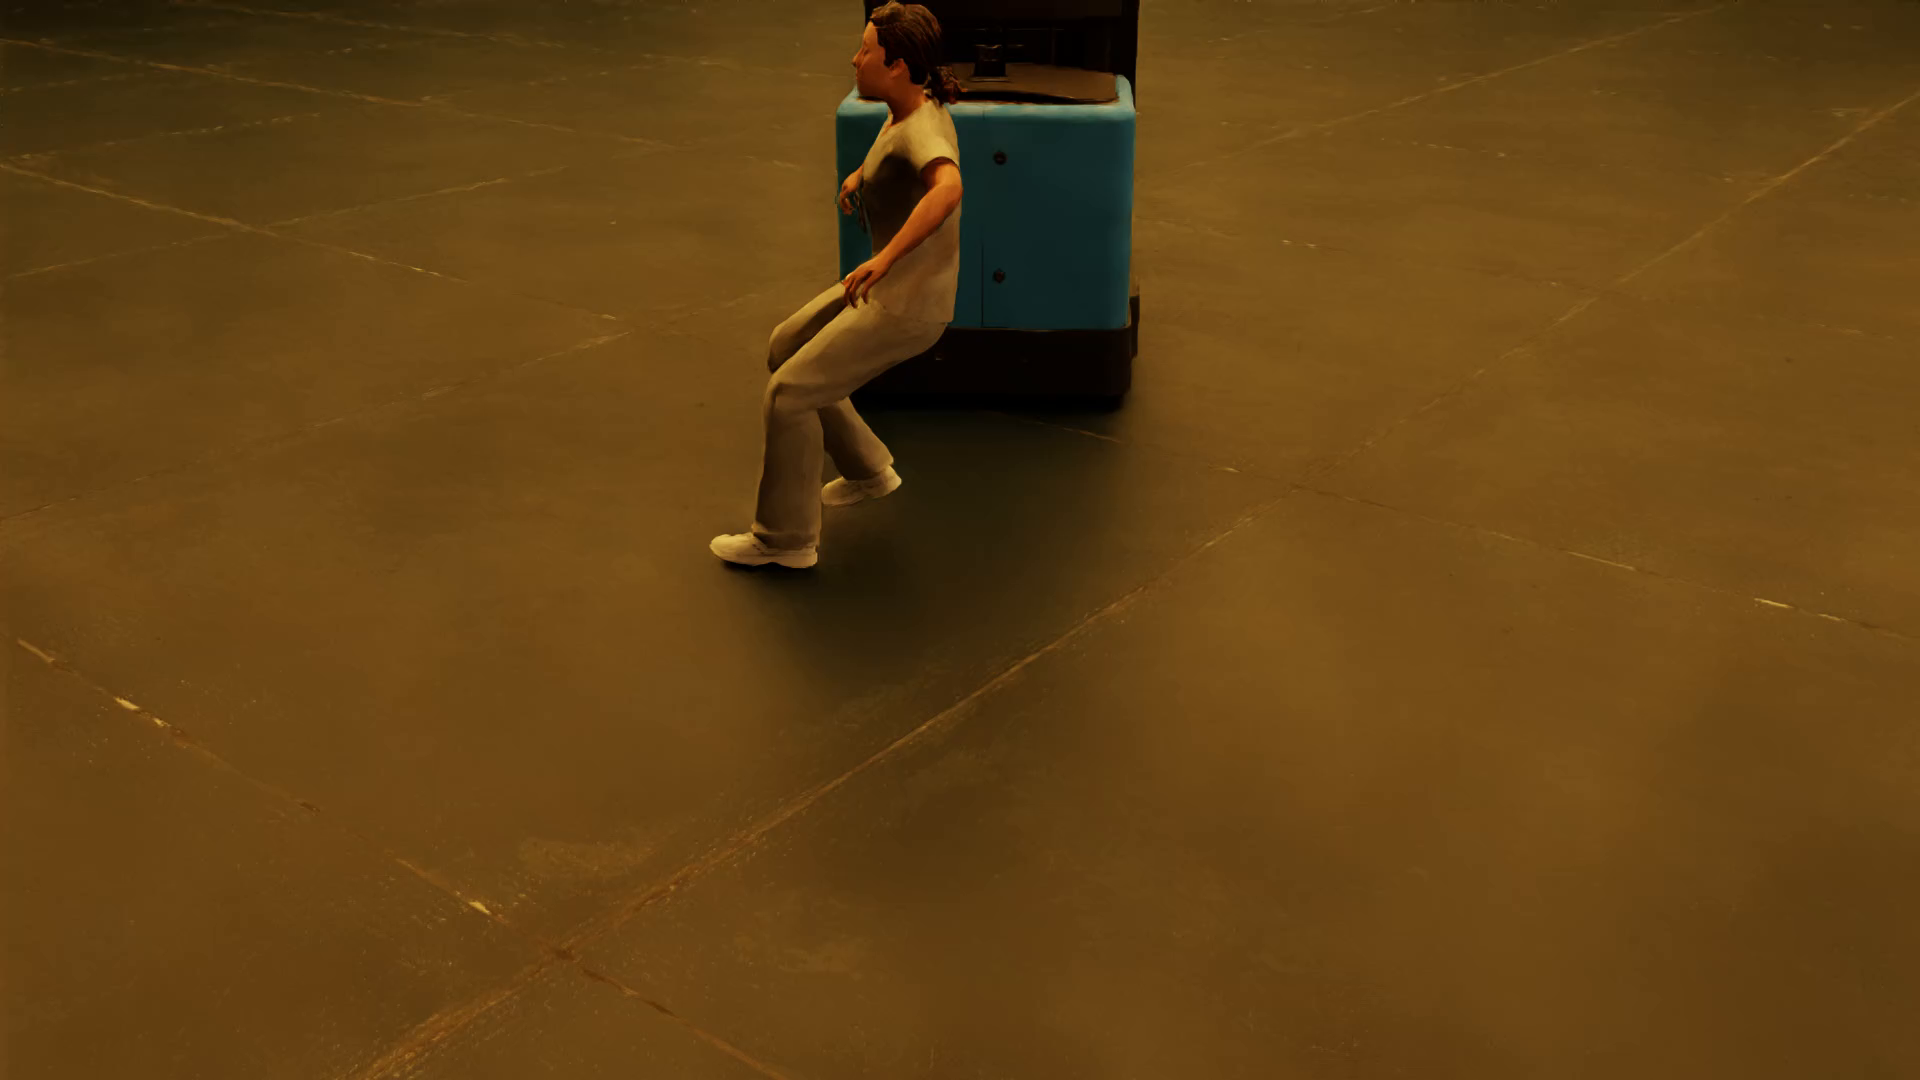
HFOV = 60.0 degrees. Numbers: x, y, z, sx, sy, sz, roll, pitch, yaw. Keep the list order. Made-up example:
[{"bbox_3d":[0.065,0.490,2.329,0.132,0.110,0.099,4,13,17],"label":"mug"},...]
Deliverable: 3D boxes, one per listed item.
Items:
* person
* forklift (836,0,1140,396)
[{"bbox_3d":[-0.346,-0.675,4.550,0.740,1.520,1.023,-1,23,-2],"label":"person"},{"bbox_3d":[0.182,-2.401,6.757,1.130,2.935,3.031,2,23,4],"label":"forklift"}]
